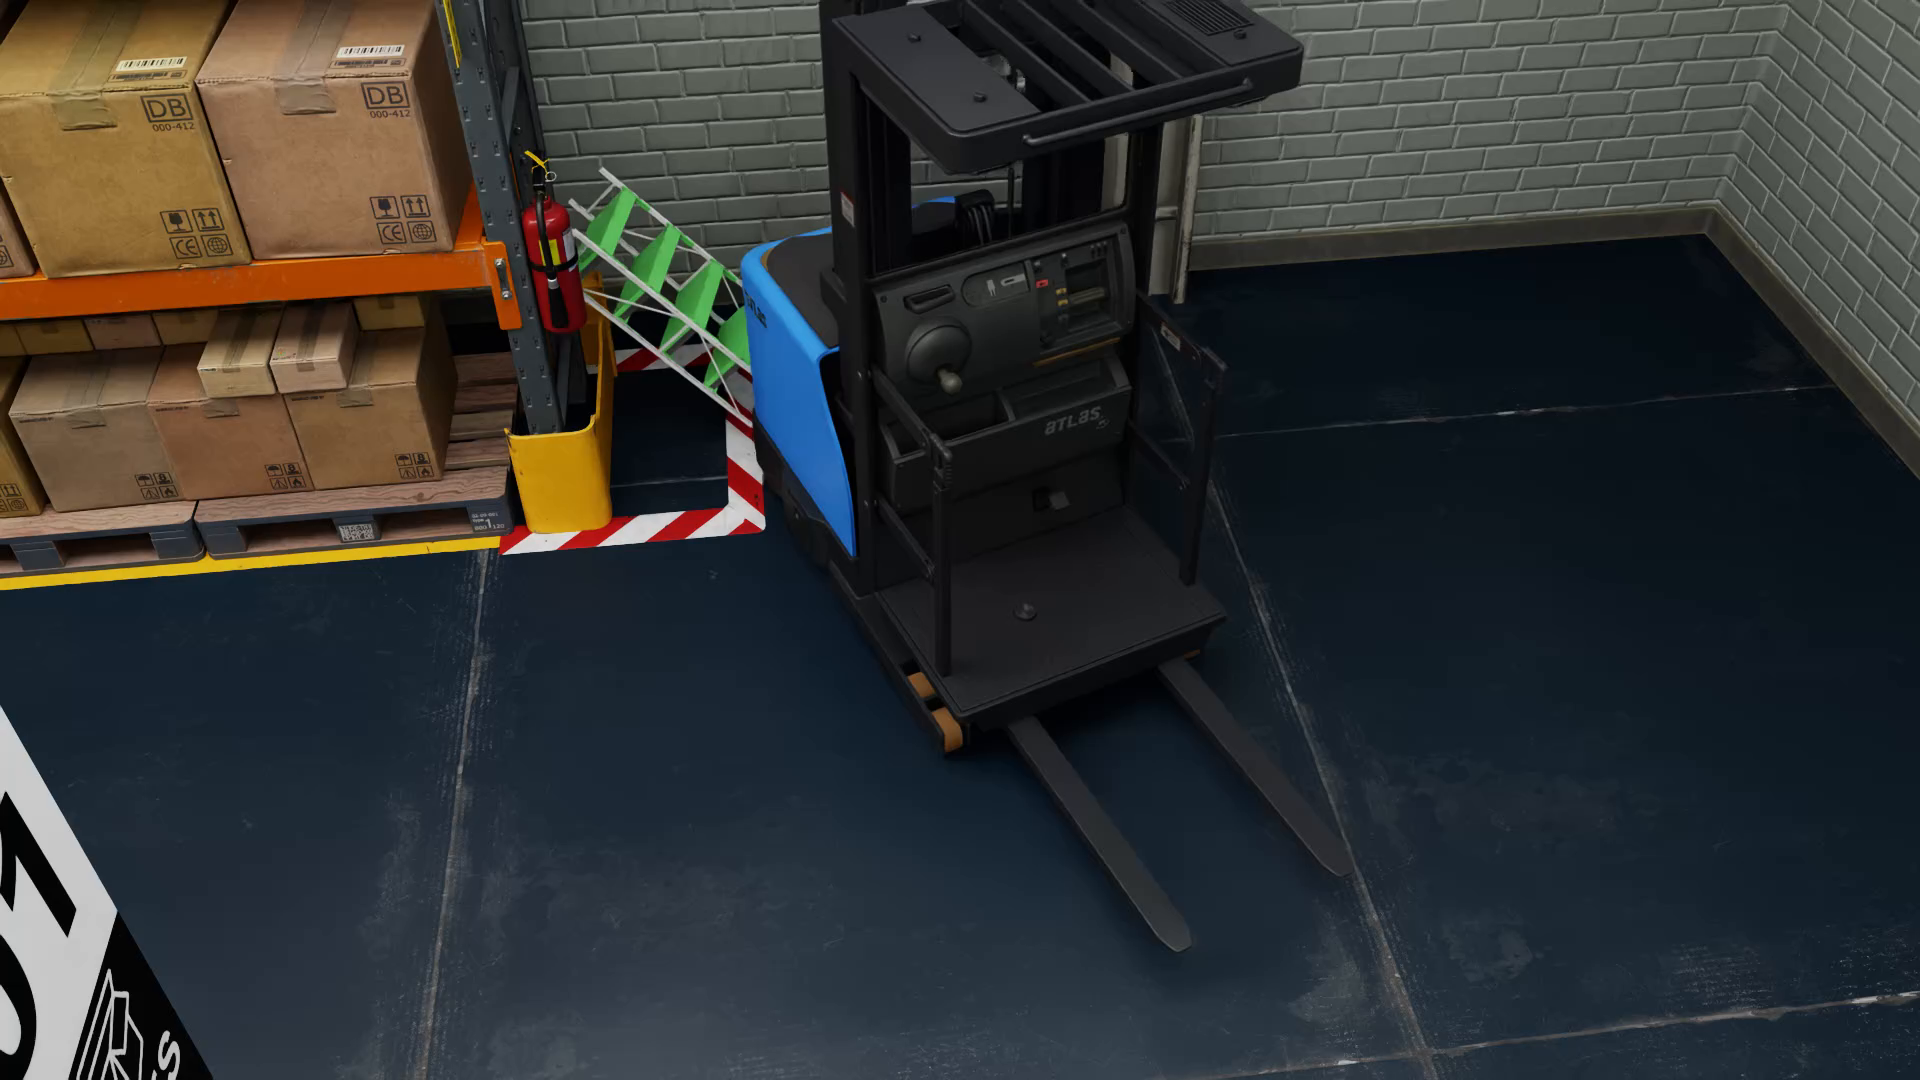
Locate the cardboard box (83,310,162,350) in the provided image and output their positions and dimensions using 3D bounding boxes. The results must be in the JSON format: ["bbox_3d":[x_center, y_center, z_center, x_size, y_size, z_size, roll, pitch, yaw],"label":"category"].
[{"bbox_3d":[-3.282,-0.930,6.610,0.250,0.149,0.380,-4,42,-5],"label":"cardboard box"}]

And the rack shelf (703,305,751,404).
[{"bbox_3d":[-0.953,-0.827,7.203,0.148,0.258,0.480,38,34,-26],"label":"rack shelf"}]

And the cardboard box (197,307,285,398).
[{"bbox_3d":[-2.734,-0.720,6.377,0.250,0.149,0.380,-4,42,-4],"label":"cardboard box"}]

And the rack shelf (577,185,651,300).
[{"bbox_3d":[-1.462,-1.228,6.890,0.148,0.258,0.480,38,34,-26],"label":"rack shelf"}]

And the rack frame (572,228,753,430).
[{"bbox_3d":[-1.183,-0.835,6.888,1.200,0.240,0.015,38,34,-26],"label":"rack frame"}]

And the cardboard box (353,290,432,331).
[{"bbox_3d":[-2.279,-1.018,6.708,0.250,0.149,0.380,-5,42,-5],"label":"cardboard box"}]

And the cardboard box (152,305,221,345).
[{"bbox_3d":[-3.030,-0.953,6.635,0.250,0.149,0.380,-5,42,-5],"label":"cardboard box"}]

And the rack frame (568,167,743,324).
[{"bbox_3d":[-1.152,-1.158,7.253,1.200,0.240,0.015,38,34,-26],"label":"rack frame"}]

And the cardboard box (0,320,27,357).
[{"bbox_3d":[-3.787,-0.886,6.561,0.250,0.149,0.380,-6,42,-6],"label":"cardboard box"}]

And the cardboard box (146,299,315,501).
[{"bbox_3d":[-2.873,-0.590,6.718,0.500,0.500,0.700,-5,42,-6],"label":"cardboard box"}]

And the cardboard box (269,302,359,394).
[{"bbox_3d":[-2.481,-0.743,6.402,0.250,0.149,0.380,-5,42,-6],"label":"cardboard box"}]

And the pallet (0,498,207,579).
[{"bbox_3d":[-3.686,-0.273,6.895,1.213,0.211,1.003,-5,42,-6],"label":"pallet"}]

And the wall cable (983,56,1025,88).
[{"bbox_3d":[-0.549,-2.650,6.690,1.851,1.984,0.084,-5,42,-6],"label":"wall cable"}]

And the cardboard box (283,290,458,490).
[{"bbox_3d":[-2.377,-0.634,6.766,0.500,0.500,0.700,-5,42,-6],"label":"cardboard box"}]

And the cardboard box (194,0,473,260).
[{"bbox_3d":[-2.200,-1.594,6.054,0.700,0.700,0.980,-3,42,-4],"label":"cardboard box"}]

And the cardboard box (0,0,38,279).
[{"bbox_3d":[-3.678,-1.463,5.909,0.700,0.700,0.980,-7,43,-8],"label":"cardboard box"}]

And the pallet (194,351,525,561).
[{"bbox_3d":[-2.479,-0.376,7.010,1.213,0.211,1.003,-5,42,-6],"label":"pallet"}]

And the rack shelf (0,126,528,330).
[{"bbox_3d":[-3.679,-1.093,6.259,4.000,0.370,1.077,-5,42,-6],"label":"rack shelf"}]

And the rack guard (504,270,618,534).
[{"bbox_3d":[-1.672,-0.607,7.050,0.348,0.500,1.175,-5,42,-6],"label":"rack guard"}]

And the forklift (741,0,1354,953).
[{"bbox_3d":[0.261,-0.677,5.312,1.130,2.935,3.031,-19,45,-20],"label":"forklift"}]

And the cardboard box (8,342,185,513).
[{"bbox_3d":[-3.372,-0.546,6.669,0.500,0.500,0.700,-6,42,-7],"label":"cardboard box"}]

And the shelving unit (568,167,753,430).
[{"bbox_3d":[-1.168,-0.996,7.071,1.200,0.258,0.503,38,34,-26],"label":"shelving unit"}]

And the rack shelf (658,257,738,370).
[{"bbox_3d":[-1.123,-0.961,7.098,0.148,0.258,0.480,38,34,-26],"label":"rack shelf"}]

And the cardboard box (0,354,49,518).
[{"bbox_3d":[-3.900,-0.495,6.612,0.500,0.500,0.700,-4,42,-5],"label":"cardboard box"}]

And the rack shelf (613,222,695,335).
[{"bbox_3d":[-1.292,-1.094,6.994,0.148,0.258,0.480,38,34,-26],"label":"rack shelf"}]

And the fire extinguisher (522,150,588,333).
[{"bbox_3d":[-1.487,-1.073,6.036,0.183,0.674,0.296,-5,42,-6],"label":"fire extinguisher"}]

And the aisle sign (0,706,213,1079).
[{"bbox_3d":[-1.021,0.590,1.916,0.004,0.787,0.394,-5,42,-6],"label":"aisle sign"}]

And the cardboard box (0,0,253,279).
[{"bbox_3d":[-2.920,-1.523,5.975,0.700,0.700,0.980,-5,42,-6],"label":"cardboard box"}]

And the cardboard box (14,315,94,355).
[{"bbox_3d":[-3.536,-0.907,6.585,0.250,0.149,0.380,-5,42,-5],"label":"cardboard box"}]

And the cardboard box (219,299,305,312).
[{"bbox_3d":[-2.781,-0.974,6.659,0.250,0.149,0.380,-5,42,-5],"label":"cardboard box"}]

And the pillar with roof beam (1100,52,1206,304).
[{"bbox_3d":[1.427,-1.711,1.928,0.400,9.000,9.100,-5,42,-6],"label":"pillar with roof beam"}]

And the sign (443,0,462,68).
[{"bbox_3d":[-1.639,-1.690,5.342,0.005,0.325,0.100,-5,42,-6],"label":"sign"}]

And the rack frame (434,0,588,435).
[{"bbox_3d":[-1.696,-1.533,6.210,0.127,3.000,1.000,-5,42,-6],"label":"rack frame"}]
